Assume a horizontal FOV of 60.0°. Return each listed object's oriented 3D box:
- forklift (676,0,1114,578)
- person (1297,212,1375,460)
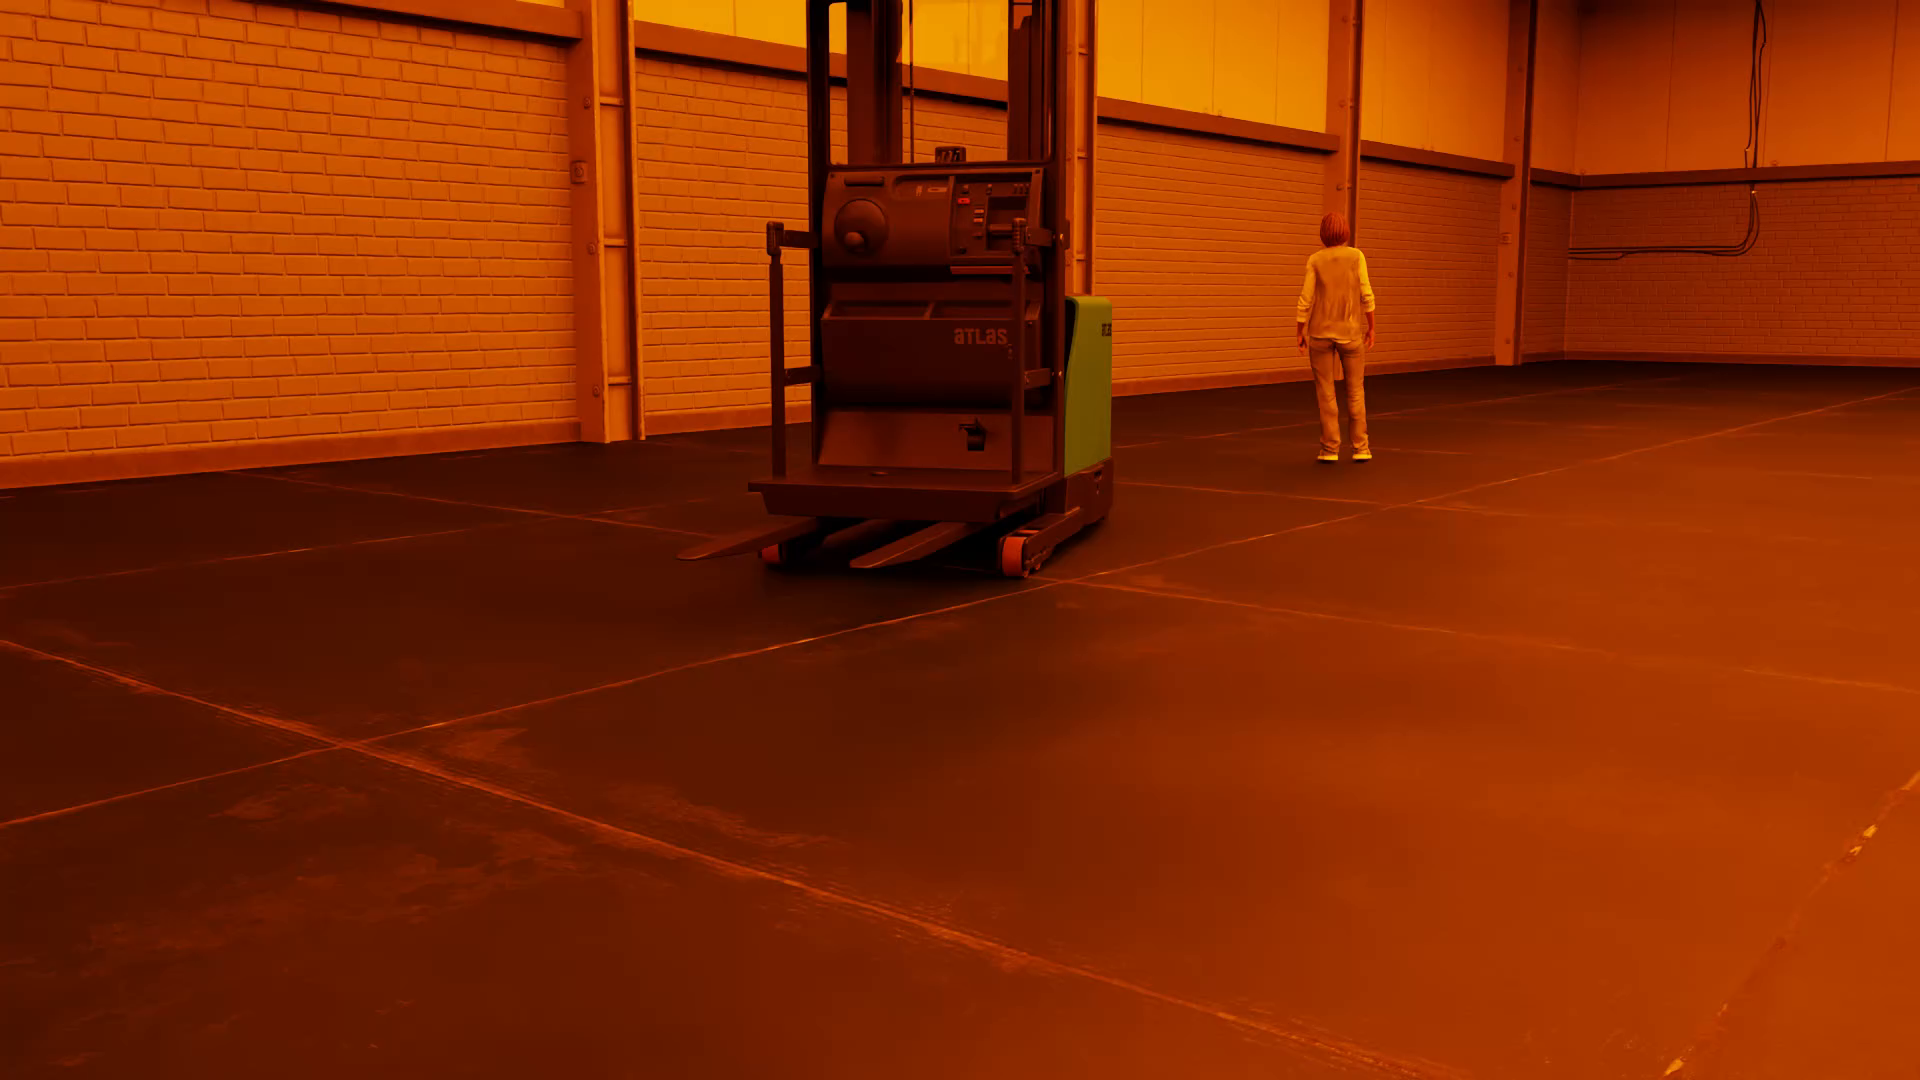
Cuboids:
[{"bbox_3d":[-0.176,-1.366,6.616,1.130,2.935,3.031,3,9,17],"label":"forklift"},{"bbox_3d":[2.440,-1.309,10.782,0.520,1.597,0.475,1,8,10],"label":"person"}]
